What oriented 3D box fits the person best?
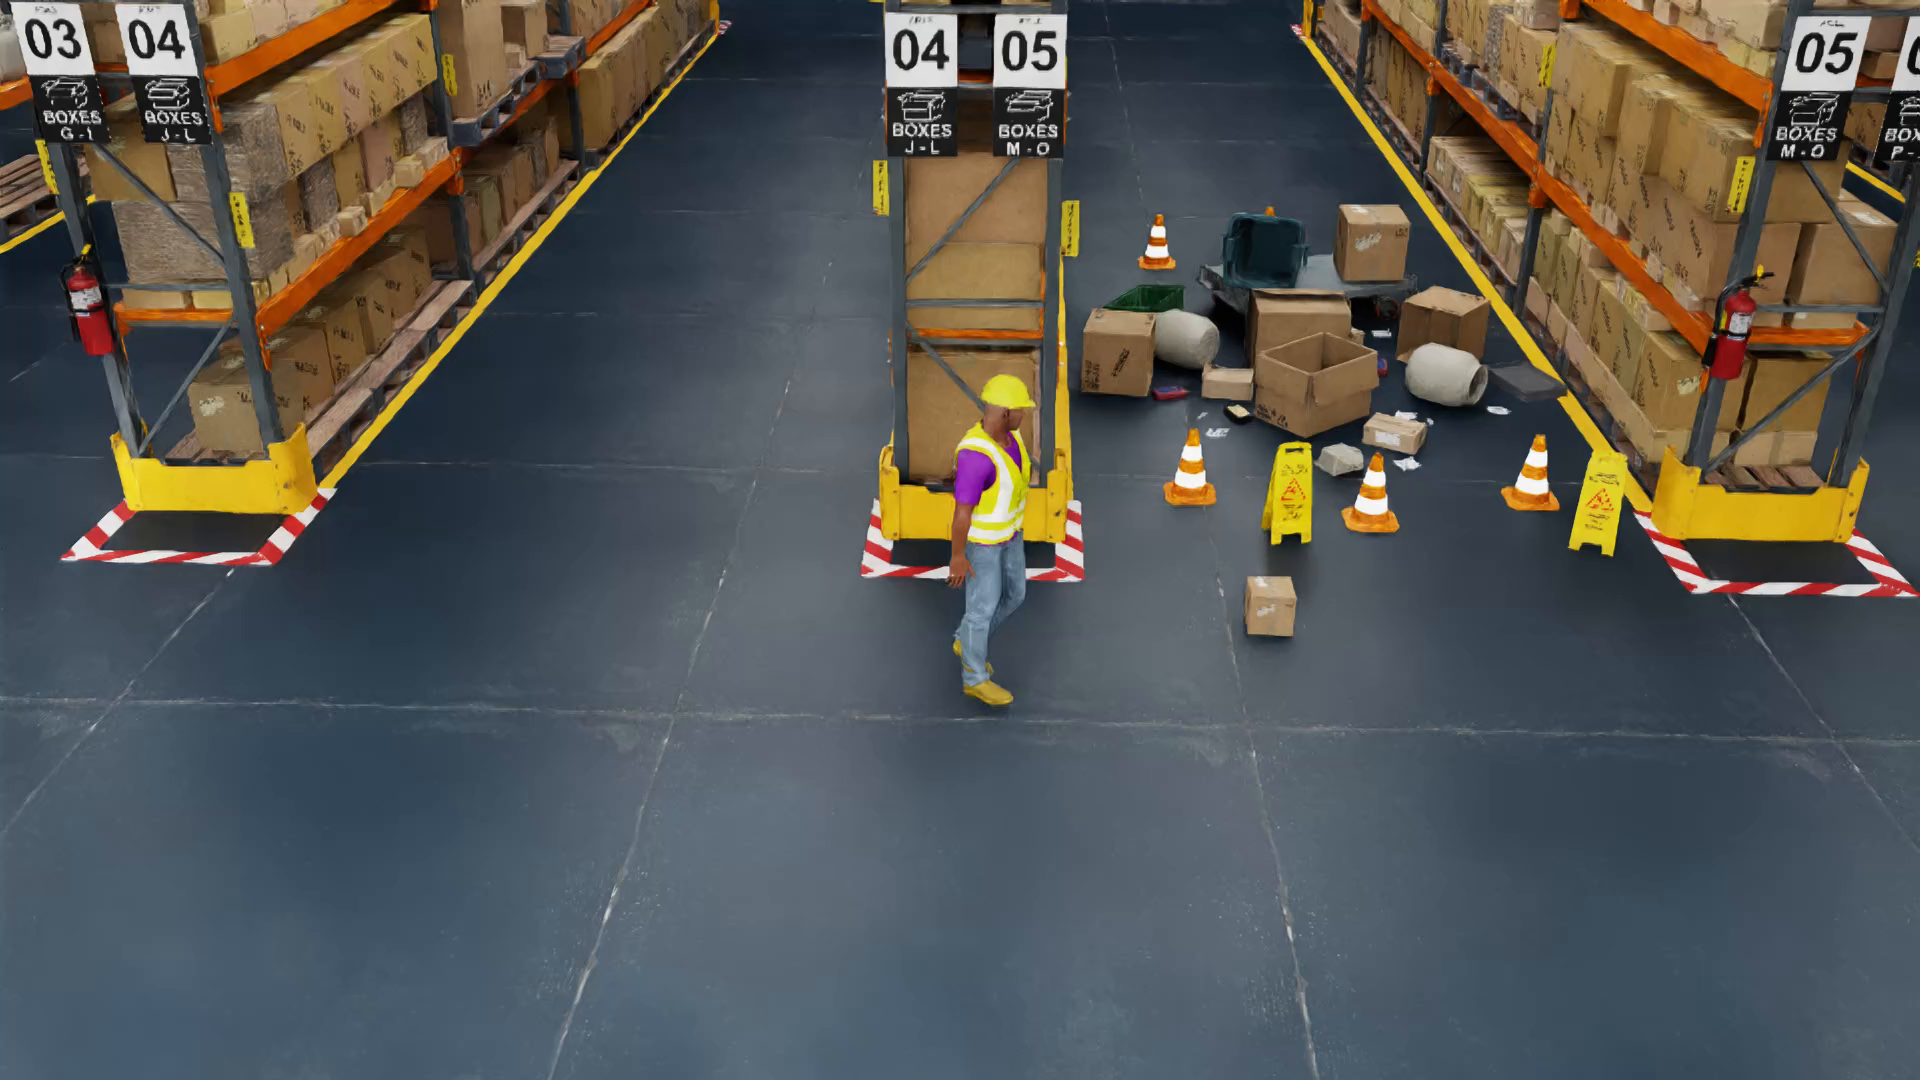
[{"bbox_3d":[0.148,-0.026,8.650,0.480,1.762,0.646,13,30,23],"label":"person"}]
